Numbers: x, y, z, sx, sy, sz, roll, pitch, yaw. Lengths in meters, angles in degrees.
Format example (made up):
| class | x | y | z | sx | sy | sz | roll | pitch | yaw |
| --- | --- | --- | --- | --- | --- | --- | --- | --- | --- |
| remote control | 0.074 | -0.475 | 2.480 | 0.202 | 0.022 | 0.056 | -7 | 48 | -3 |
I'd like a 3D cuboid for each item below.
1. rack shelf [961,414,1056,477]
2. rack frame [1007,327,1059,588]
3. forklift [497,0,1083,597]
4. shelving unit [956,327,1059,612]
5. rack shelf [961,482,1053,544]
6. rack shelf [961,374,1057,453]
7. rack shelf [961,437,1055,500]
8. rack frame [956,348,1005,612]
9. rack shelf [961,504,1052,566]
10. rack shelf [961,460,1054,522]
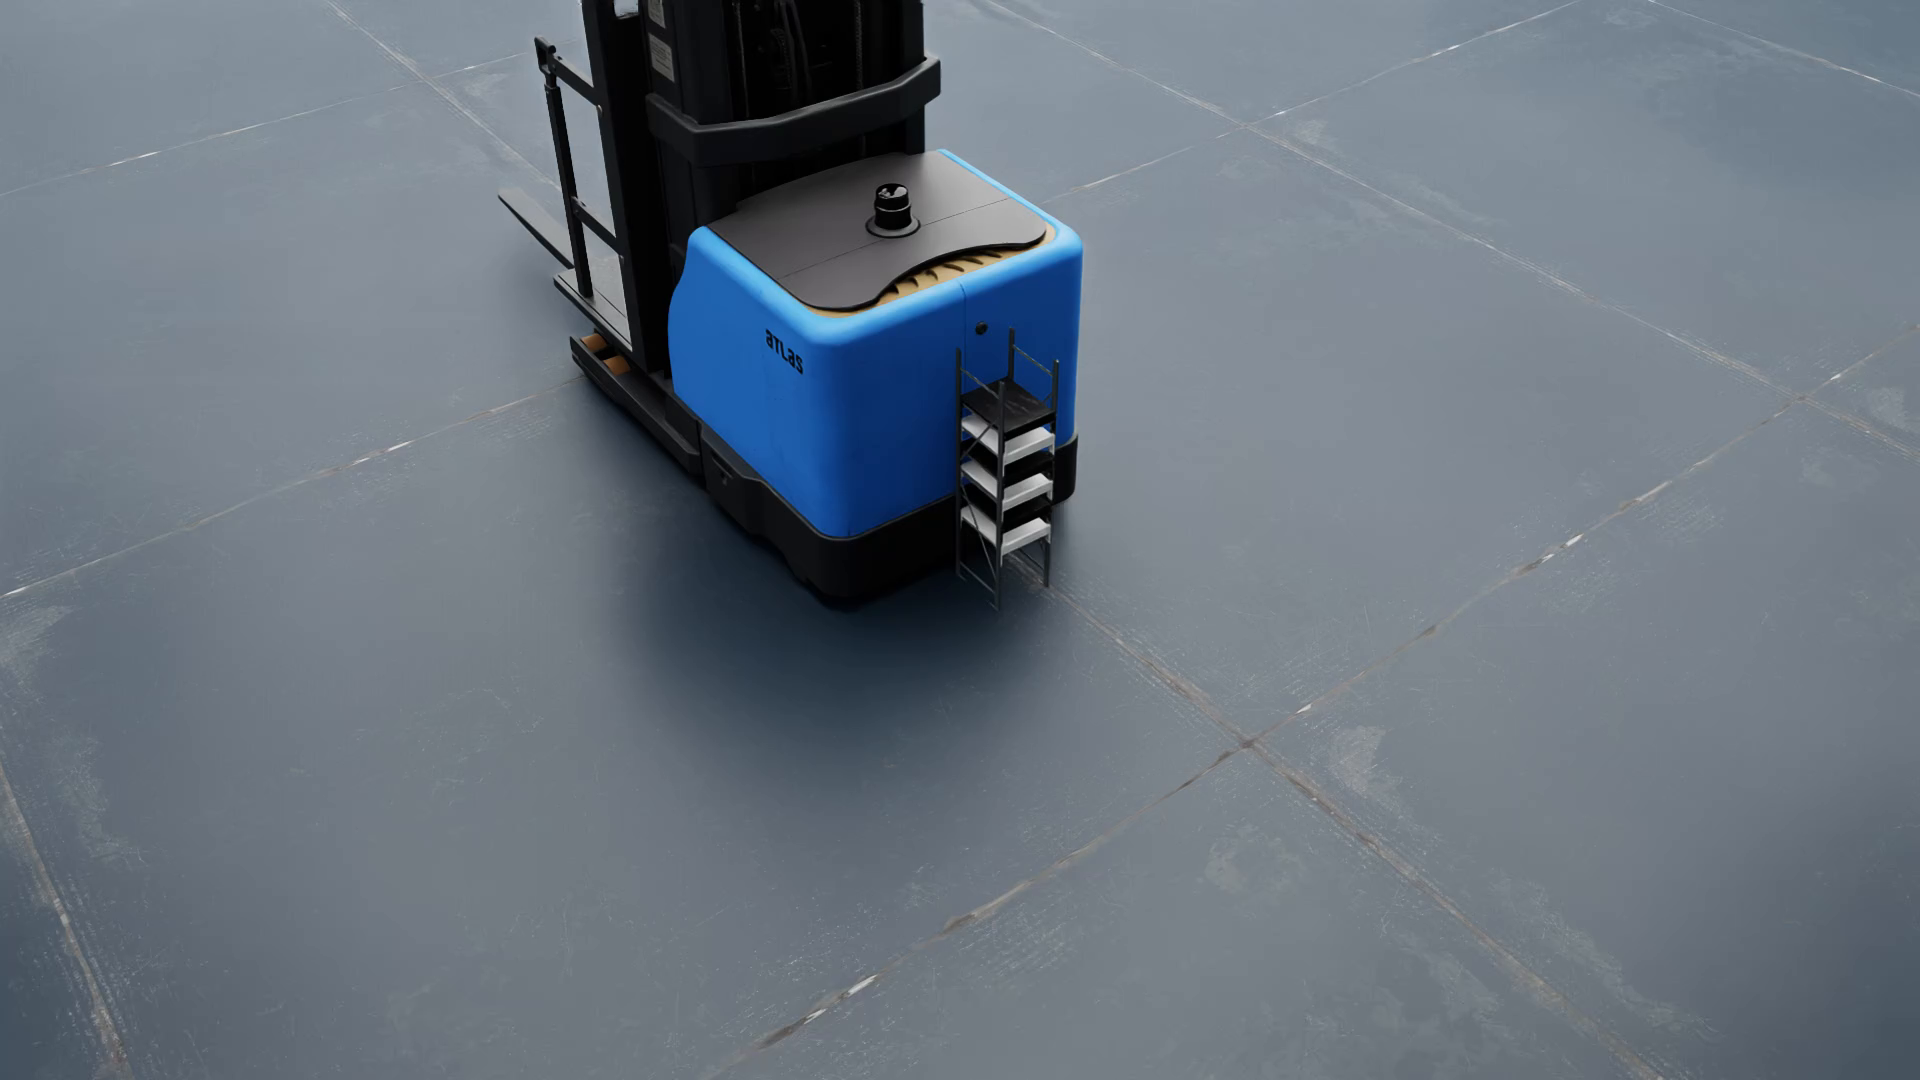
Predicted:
| class | x | y | z | sx | sy | sz | roll | pitch | yaw |
| --- | --- | --- | --- | --- | --- | --- | --- | --- | --- |
| rack shelf | 0.142 | -0.324 | 5.204 | 0.200 | 0.077 | 0.258 | -25 | 45 | -27 |
| rack frame | 0.224 | -0.249 | 5.343 | 0.006 | 0.900 | 0.240 | -25 | 45 | -27 |
| forklift | -0.864 | -1.837 | 5.678 | 1.130 | 2.935 | 3.031 | -25 | 45 | -27 |
| shelving unit | 0.141 | -0.211 | 5.297 | 0.210 | 0.900 | 0.258 | -25 | 45 | -27 |
| rack shelf | 0.141 | -0.116 | 5.375 | 0.200 | 0.077 | 0.258 | -25 | 45 | -27 |
| rack shelf | 0.142 | -0.394 | 5.147 | 0.200 | 0.077 | 0.258 | -25 | 45 | -27 |
| rack shelf | 0.142 | -0.255 | 5.261 | 0.200 | 0.077 | 0.258 | -25 | 45 | -27 |
| rack frame | 0.059 | -0.173 | 5.251 | 0.006 | 0.900 | 0.240 | -25 | 45 | -27 |
| rack shelf | 0.141 | -0.046 | 5.433 | 0.200 | 0.077 | 0.258 | -25 | 45 | -27 |
| rack shelf | 0.141 | -0.185 | 5.318 | 0.200 | 0.077 | 0.258 | -25 | 45 | -27 |
